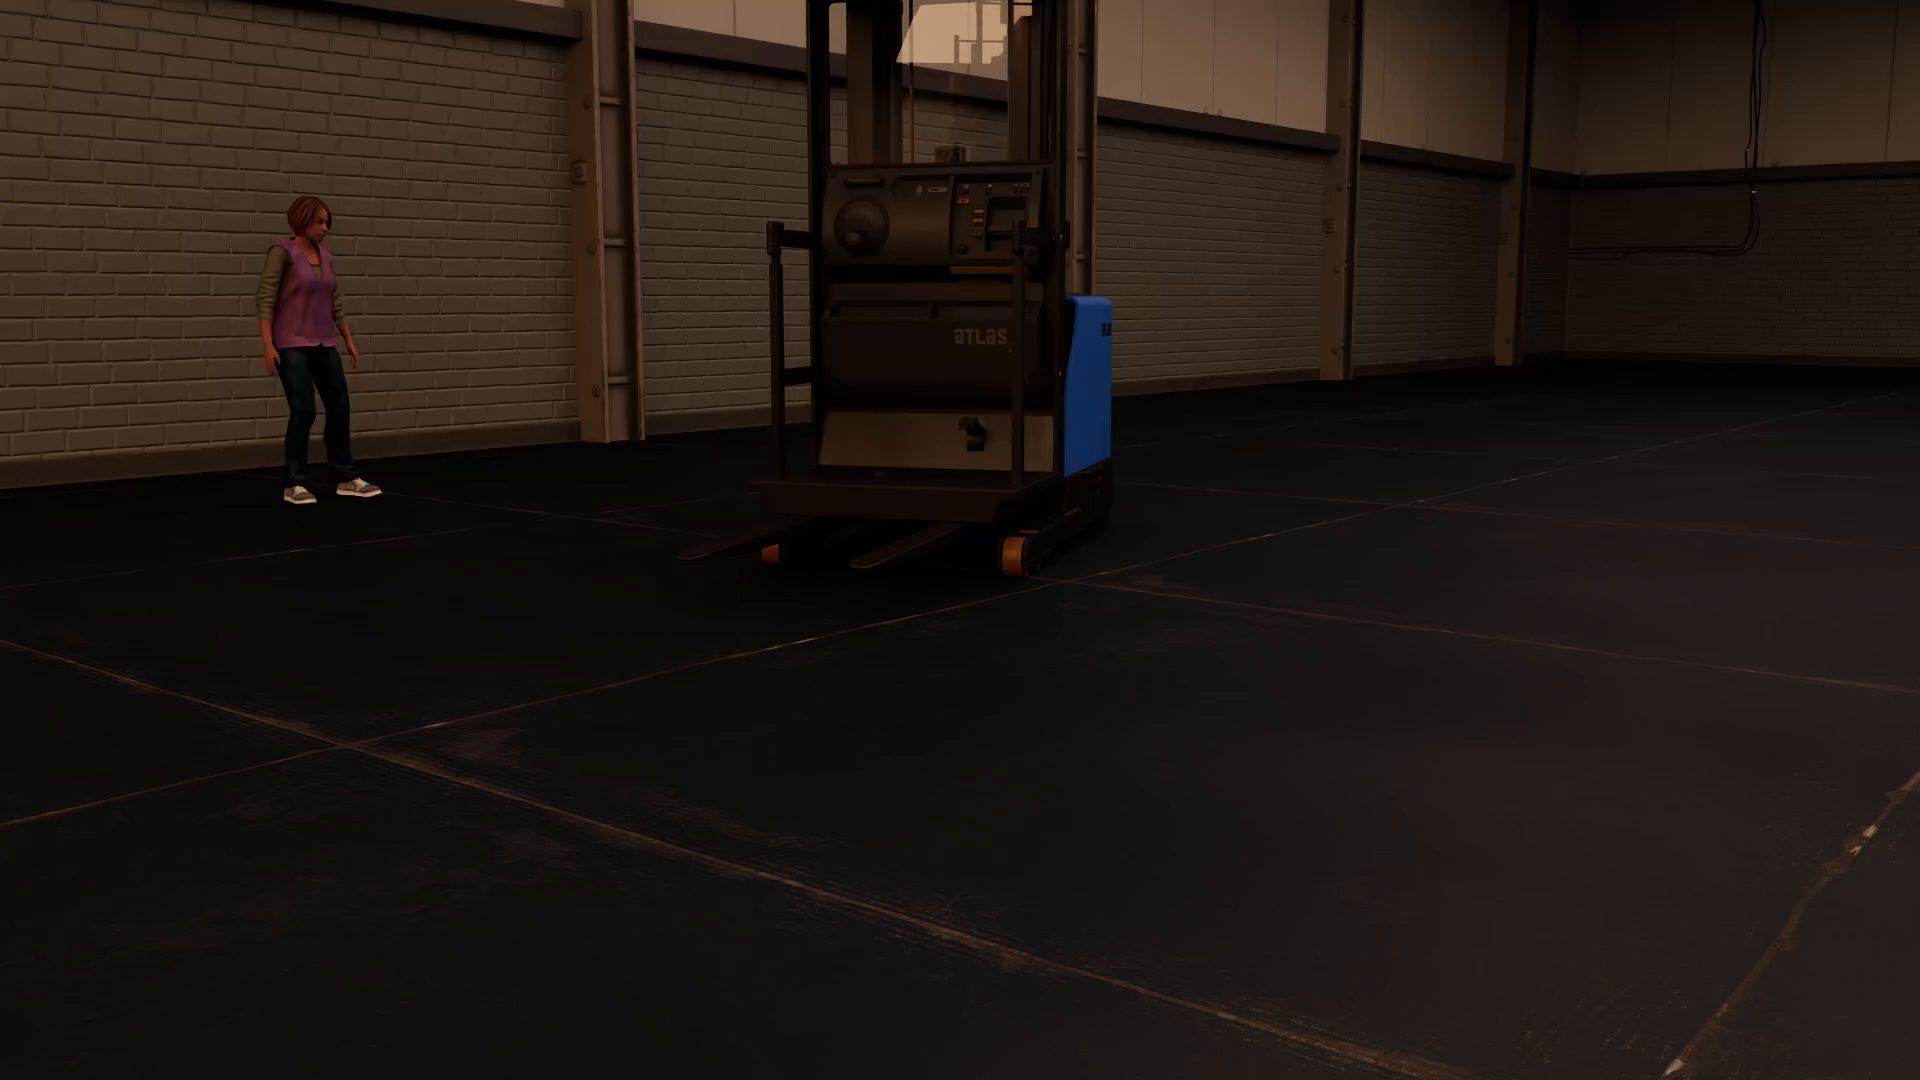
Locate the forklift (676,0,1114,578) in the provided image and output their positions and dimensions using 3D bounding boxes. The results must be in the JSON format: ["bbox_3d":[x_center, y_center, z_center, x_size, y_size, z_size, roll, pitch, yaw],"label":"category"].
[{"bbox_3d":[-0.176,-1.366,6.616,1.130,2.935,3.031,3,9,17],"label":"forklift"}]

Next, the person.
[{"bbox_3d":[-3.392,-0.988,8.702,0.366,1.583,0.582,4,9,25],"label":"person"}]
